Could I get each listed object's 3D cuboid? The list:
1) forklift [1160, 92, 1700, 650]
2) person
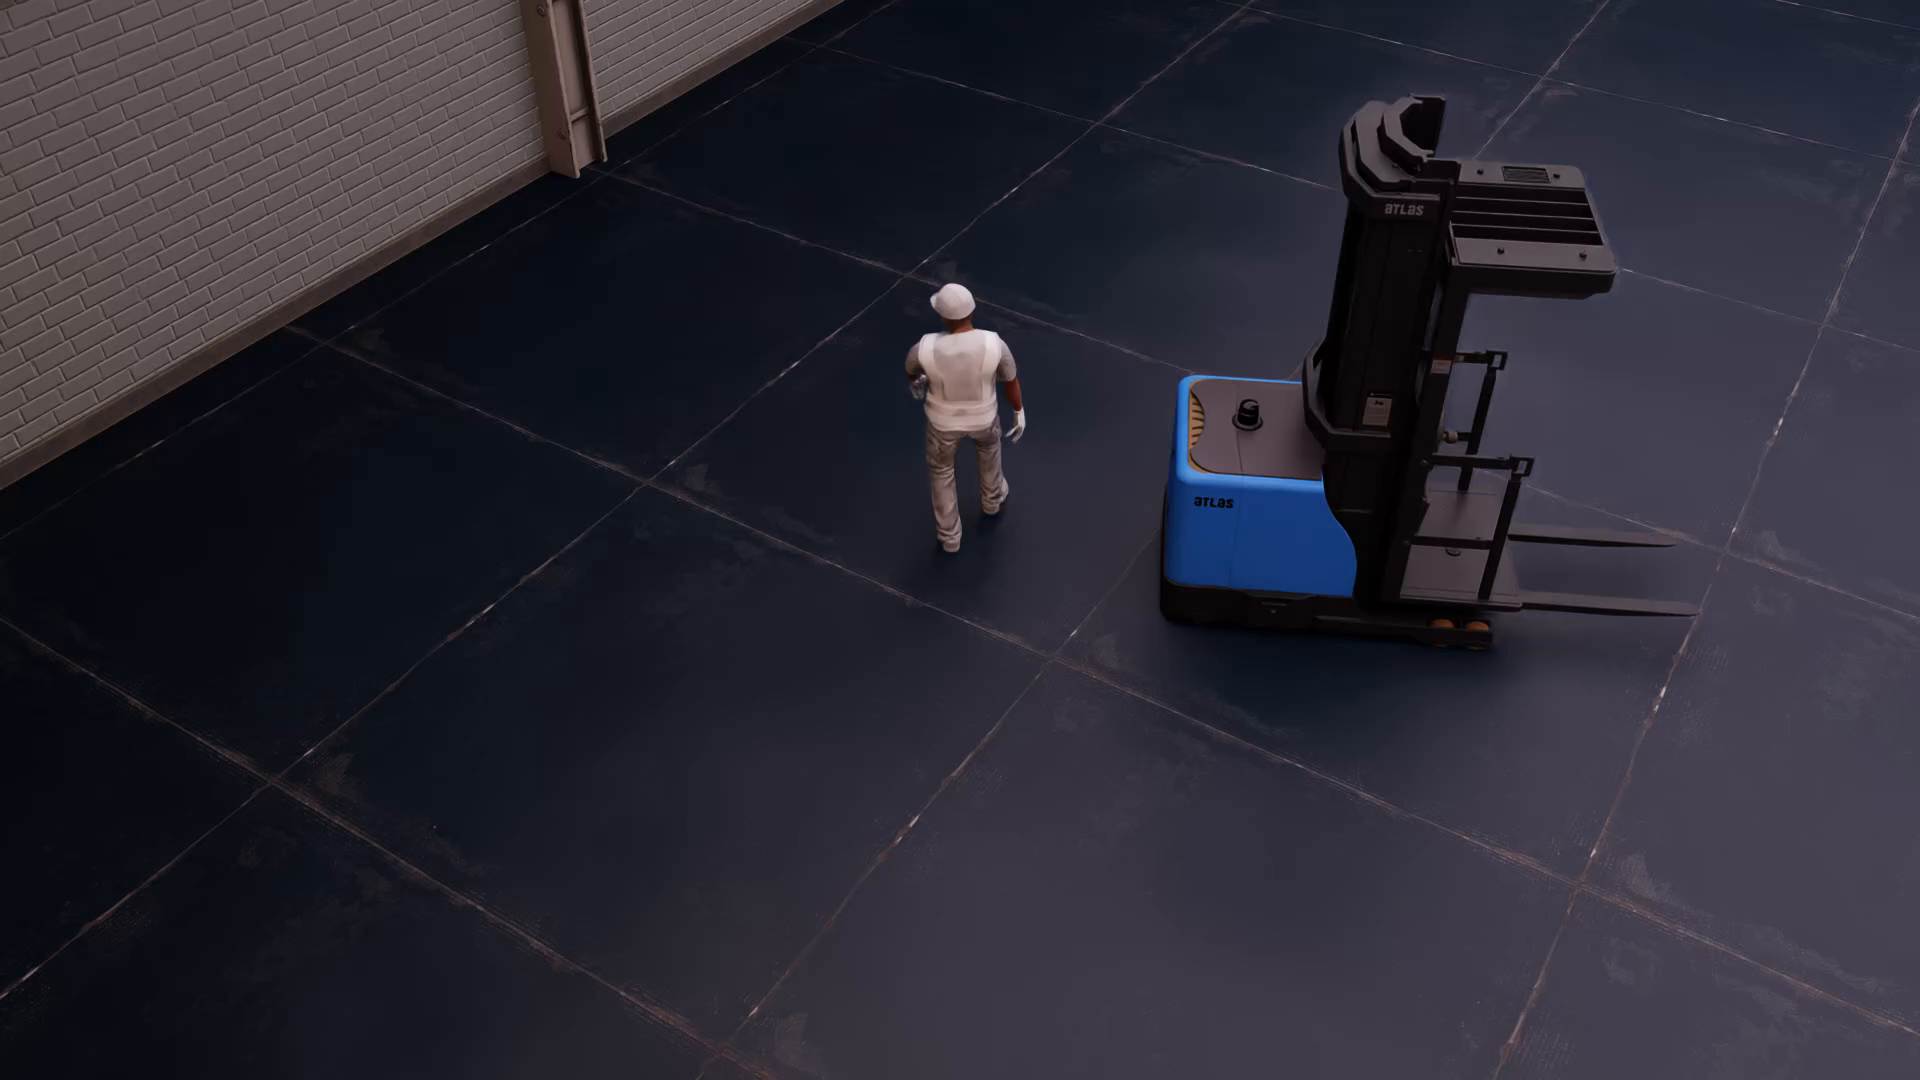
[{"bbox_3d":[2.717,-0.856,8.977,3.031,2.935,1.130,4,40,5],"label":"forklift"},{"bbox_3d":[0.028,-0.783,9.824,0.691,1.742,0.624,-5,40,-5],"label":"person"}]
